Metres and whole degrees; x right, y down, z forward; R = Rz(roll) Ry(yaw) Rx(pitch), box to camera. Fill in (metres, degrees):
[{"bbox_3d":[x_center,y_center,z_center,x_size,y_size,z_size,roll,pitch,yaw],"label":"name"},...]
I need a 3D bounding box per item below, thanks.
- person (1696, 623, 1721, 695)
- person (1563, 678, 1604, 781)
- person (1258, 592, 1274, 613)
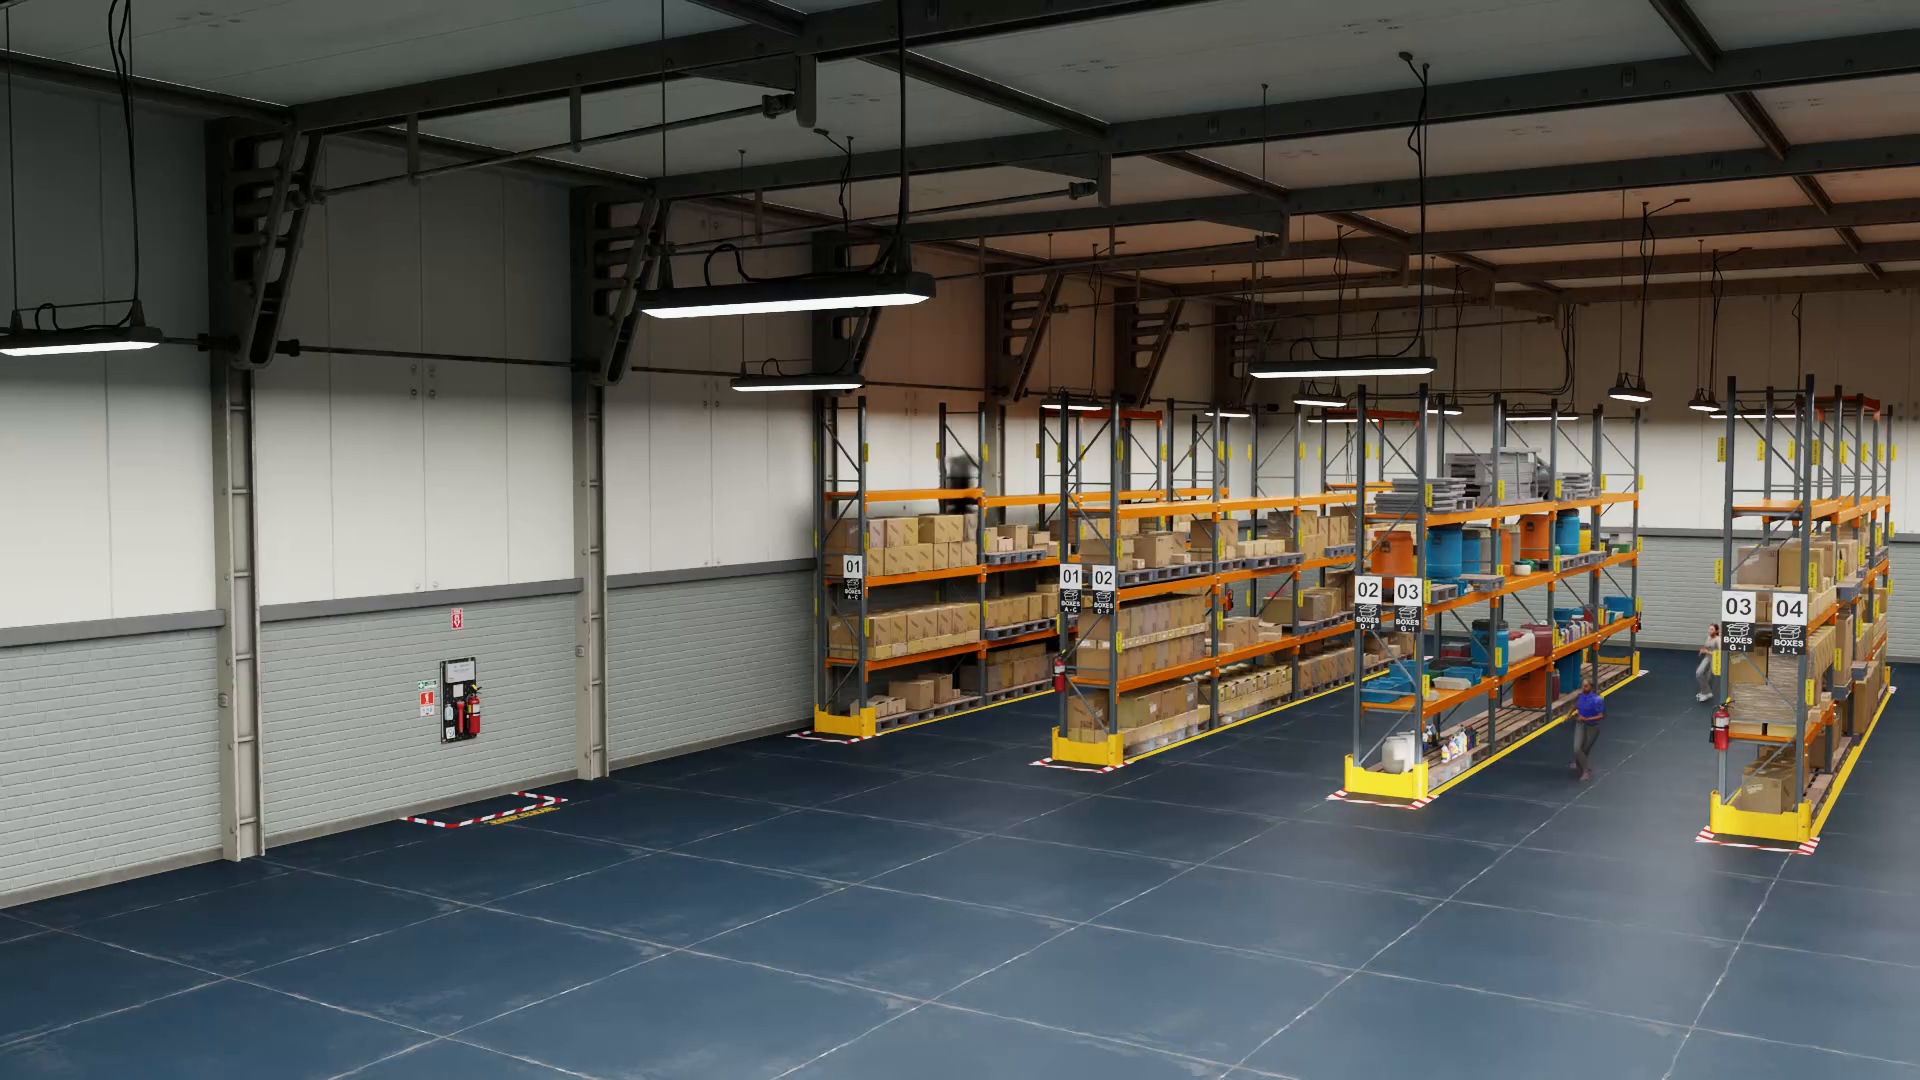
[{"bbox_3d":[15.058,2.401,33.374,0.670,1.503,0.704,-2,4,-31],"label":"person"},{"bbox_3d":[9.631,2.903,25.595,0.694,1.580,0.636,3,4,44],"label":"person"},{"bbox_3d":[7.384,2.052,39.459,0.618,1.657,0.649,1,3,16],"label":"person"}]
